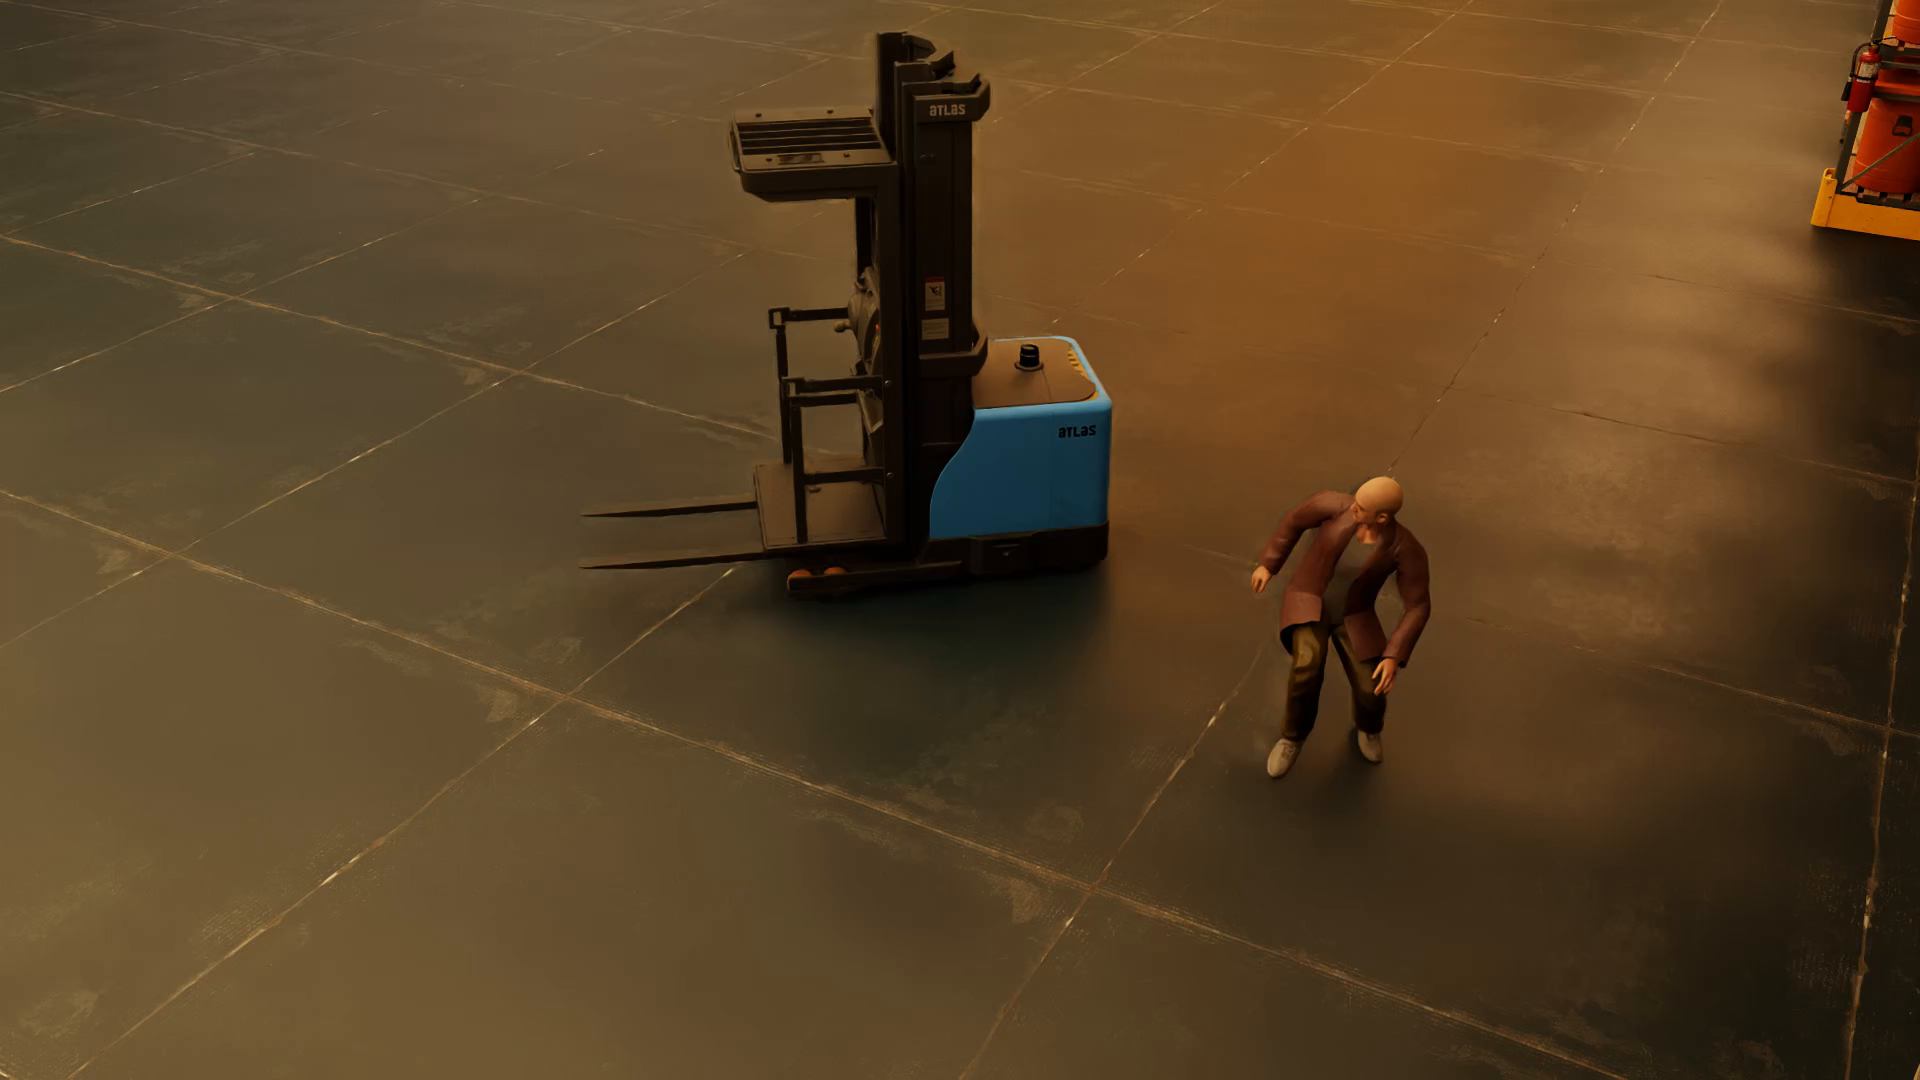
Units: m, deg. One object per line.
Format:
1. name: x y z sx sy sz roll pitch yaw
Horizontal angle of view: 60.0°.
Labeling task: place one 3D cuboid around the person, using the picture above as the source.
1. person: 1.776 0.385 7.835 0.818 1.547 0.740 5 30 9

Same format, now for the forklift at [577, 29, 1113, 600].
1. forklift: -0.701 -1.217 9.180 3.031 2.935 1.130 -5 30 -8
